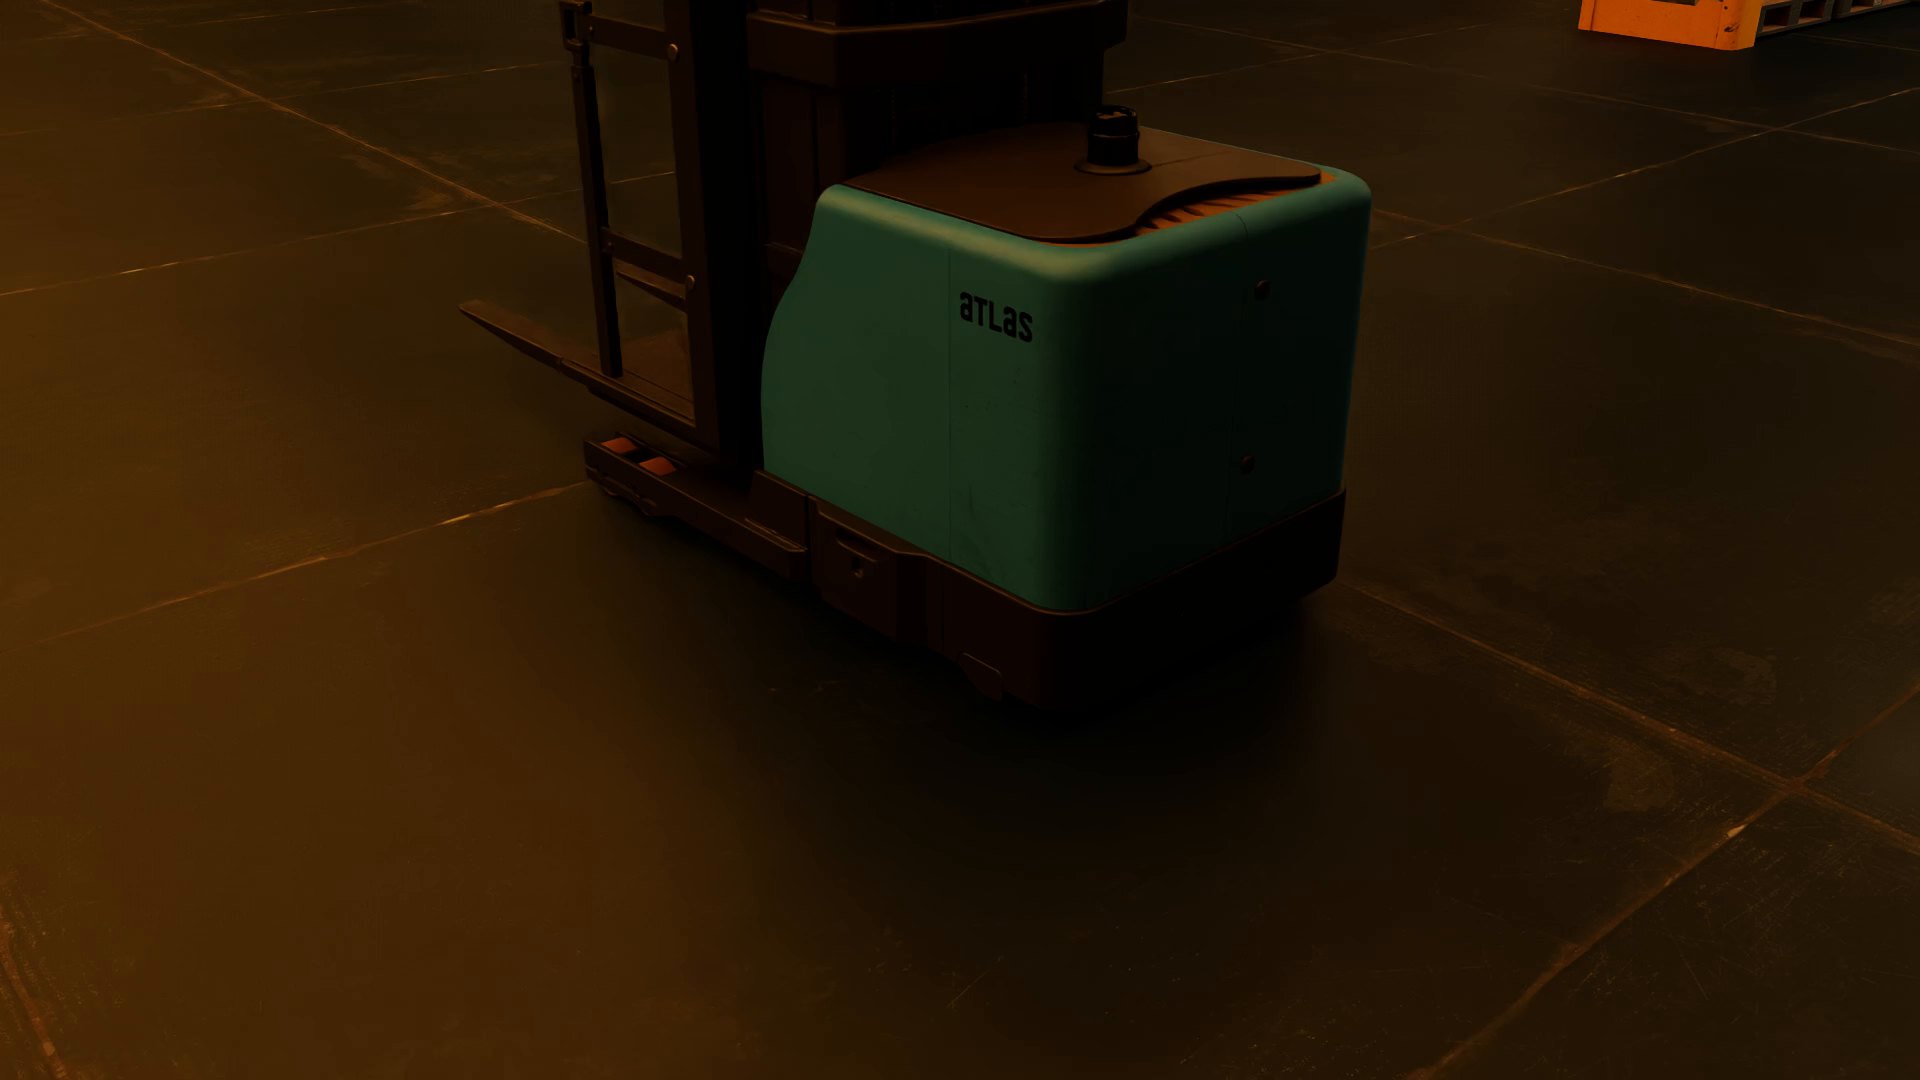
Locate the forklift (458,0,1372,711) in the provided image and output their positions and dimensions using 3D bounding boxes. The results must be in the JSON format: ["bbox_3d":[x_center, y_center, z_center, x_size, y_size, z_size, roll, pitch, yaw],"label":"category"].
[{"bbox_3d":[-0.421,-1.511,4.248,1.130,2.935,3.031,-22,34,-37],"label":"forklift"}]
